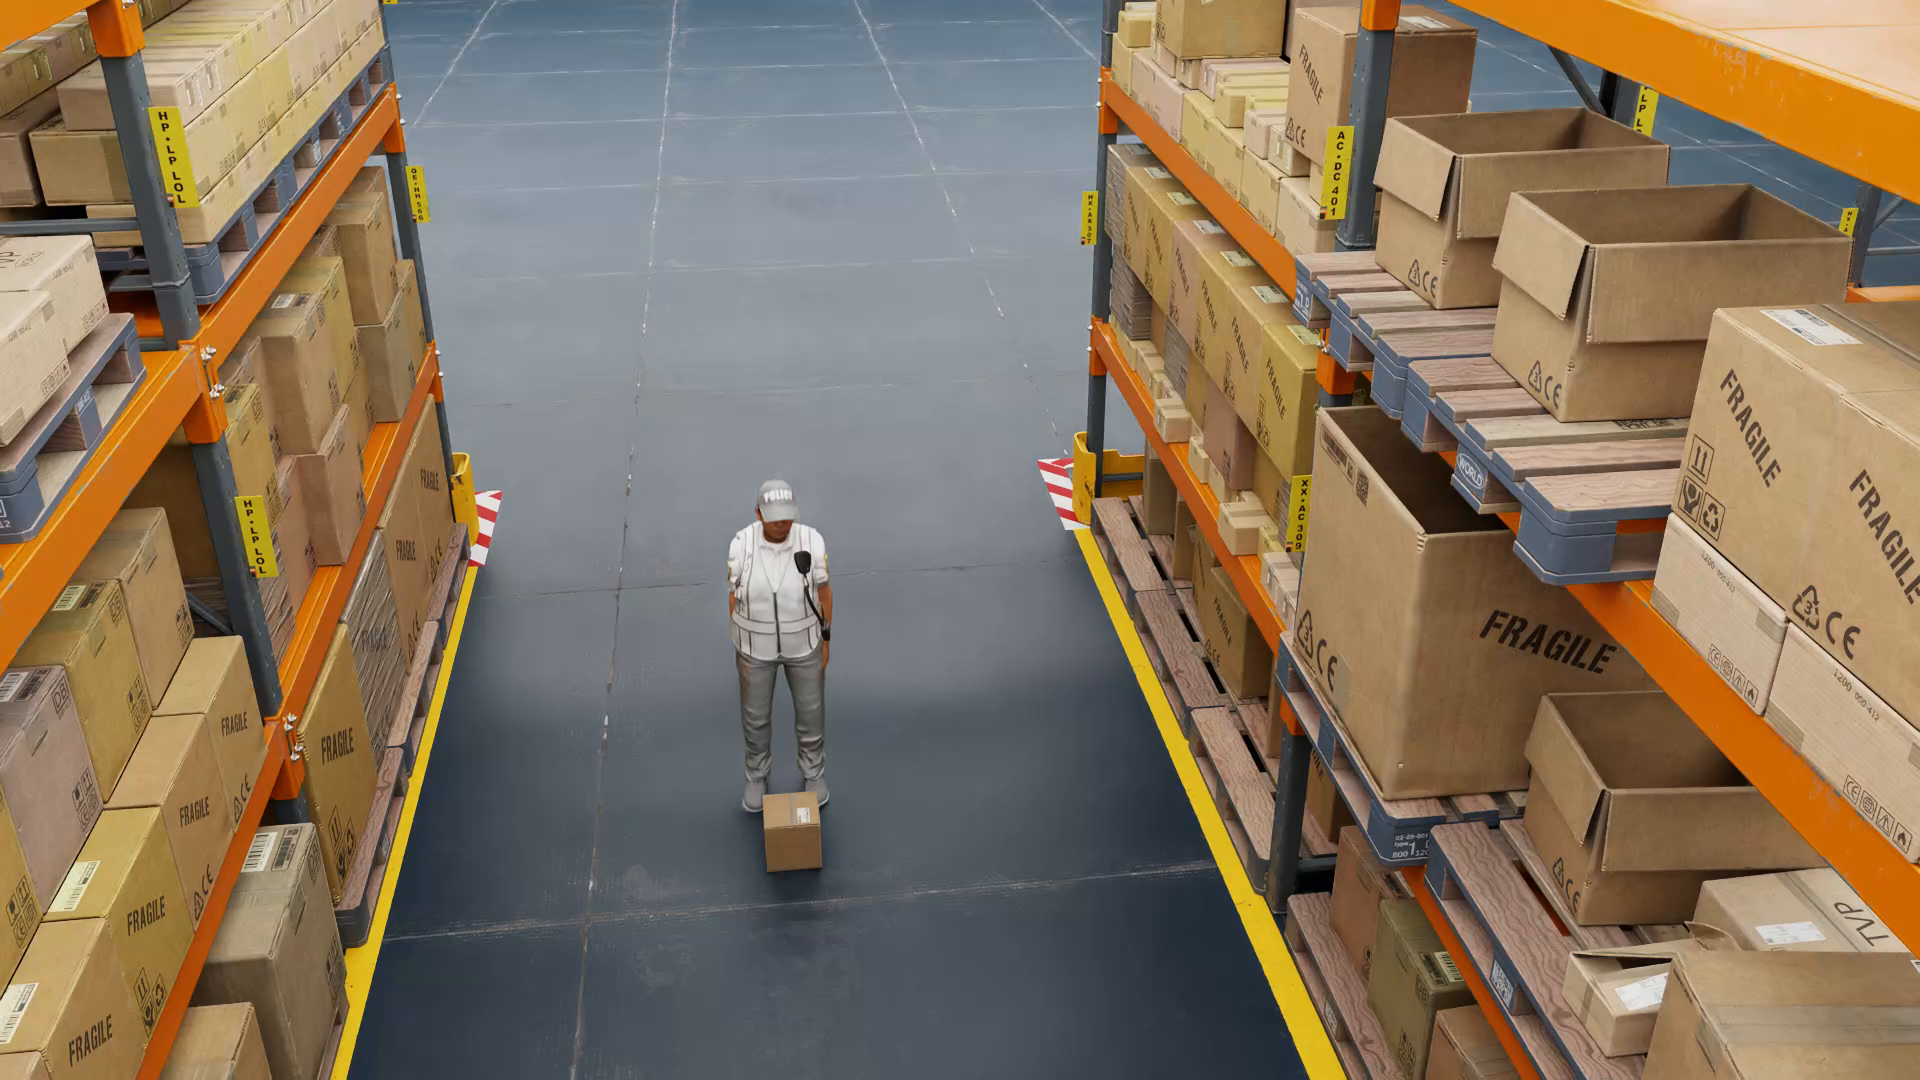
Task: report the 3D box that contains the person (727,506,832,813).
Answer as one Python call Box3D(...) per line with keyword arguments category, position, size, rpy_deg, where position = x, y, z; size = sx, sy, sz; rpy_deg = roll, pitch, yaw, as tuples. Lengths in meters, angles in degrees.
Box3D(category="person", position=(-0.818, 0.507, 7.683), size=(0.473, 1.641, 0.391), rpy_deg=(-3, 27, -6))
